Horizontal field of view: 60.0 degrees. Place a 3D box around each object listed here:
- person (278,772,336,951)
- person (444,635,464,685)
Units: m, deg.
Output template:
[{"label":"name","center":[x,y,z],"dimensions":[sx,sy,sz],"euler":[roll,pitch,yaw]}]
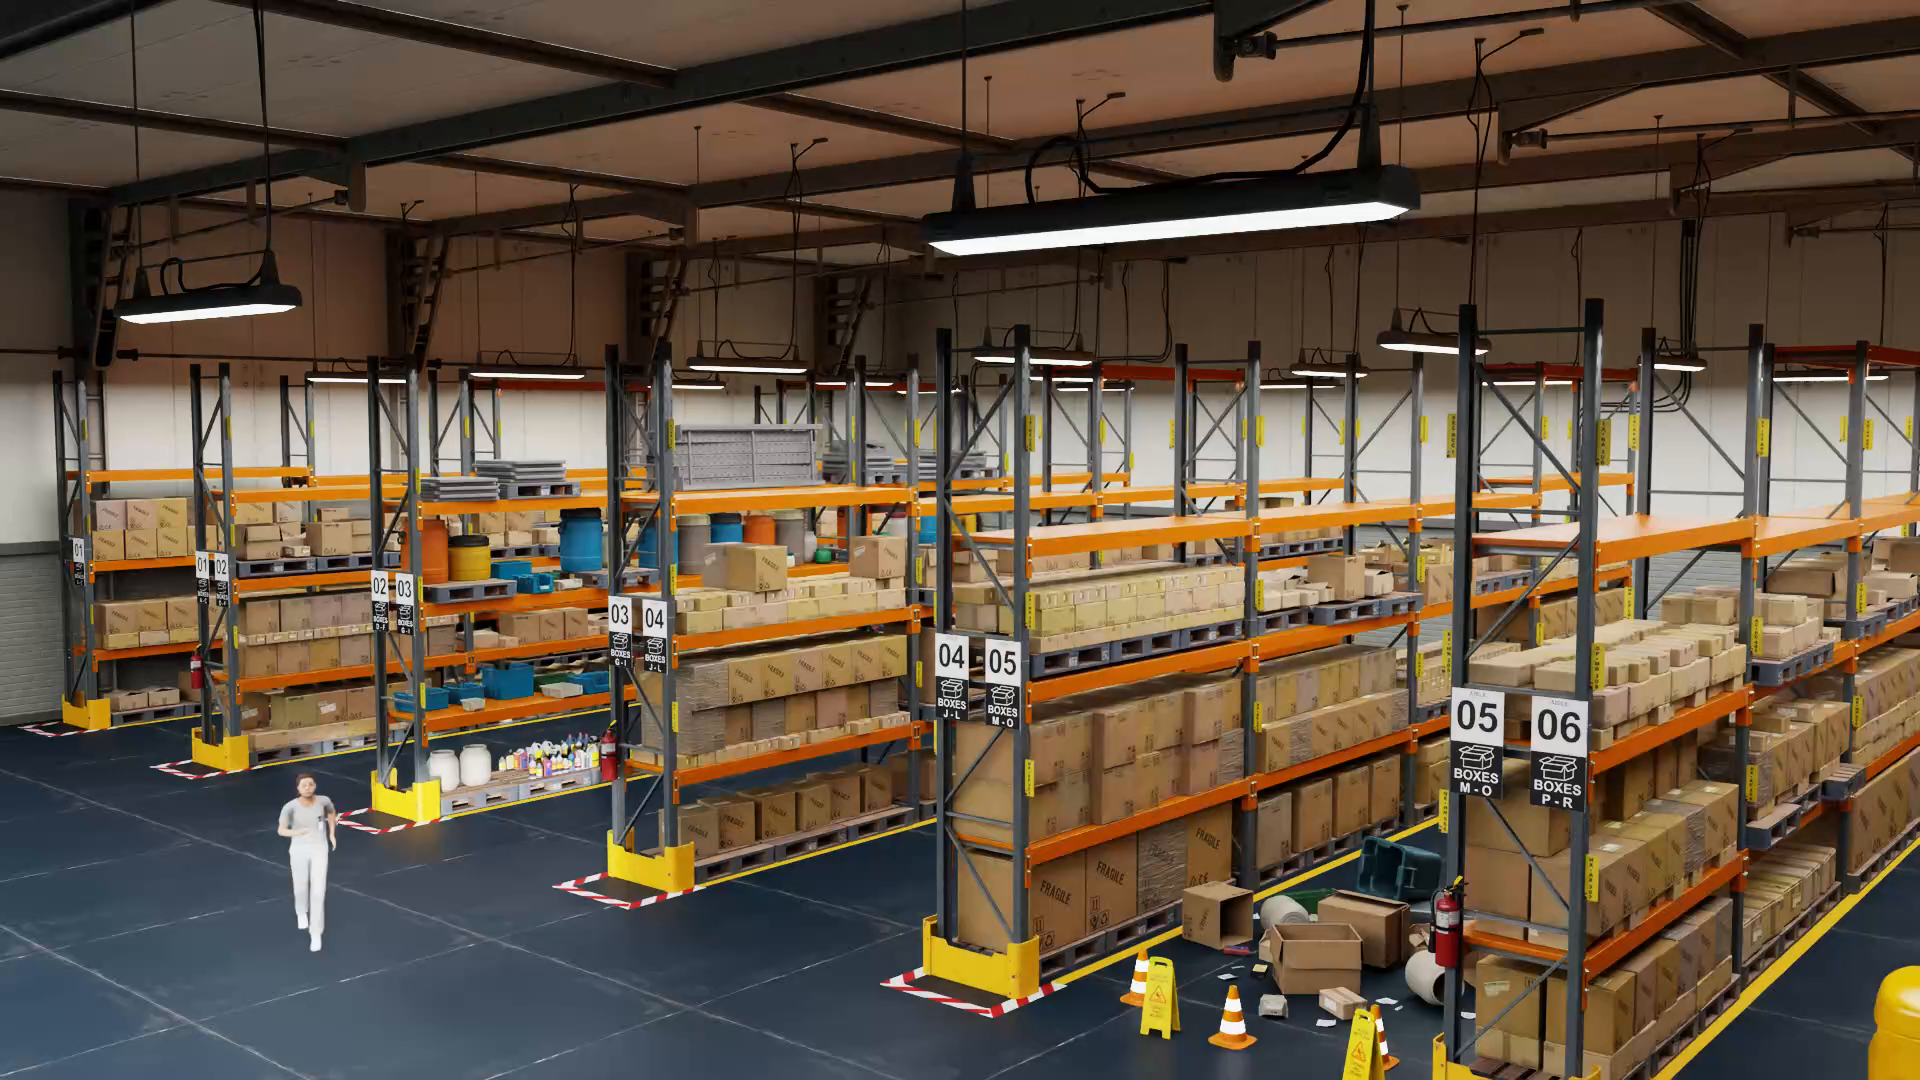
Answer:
[{"label":"person","center":[-6.438,3.116,16.428],"dimensions":[0.552,1.678,0.912],"euler":[-2,5,-25]},{"label":"person","center":[-9.218,2.222,29.862],"dimensions":[0.680,1.591,0.819],"euler":[1,4,19]}]
